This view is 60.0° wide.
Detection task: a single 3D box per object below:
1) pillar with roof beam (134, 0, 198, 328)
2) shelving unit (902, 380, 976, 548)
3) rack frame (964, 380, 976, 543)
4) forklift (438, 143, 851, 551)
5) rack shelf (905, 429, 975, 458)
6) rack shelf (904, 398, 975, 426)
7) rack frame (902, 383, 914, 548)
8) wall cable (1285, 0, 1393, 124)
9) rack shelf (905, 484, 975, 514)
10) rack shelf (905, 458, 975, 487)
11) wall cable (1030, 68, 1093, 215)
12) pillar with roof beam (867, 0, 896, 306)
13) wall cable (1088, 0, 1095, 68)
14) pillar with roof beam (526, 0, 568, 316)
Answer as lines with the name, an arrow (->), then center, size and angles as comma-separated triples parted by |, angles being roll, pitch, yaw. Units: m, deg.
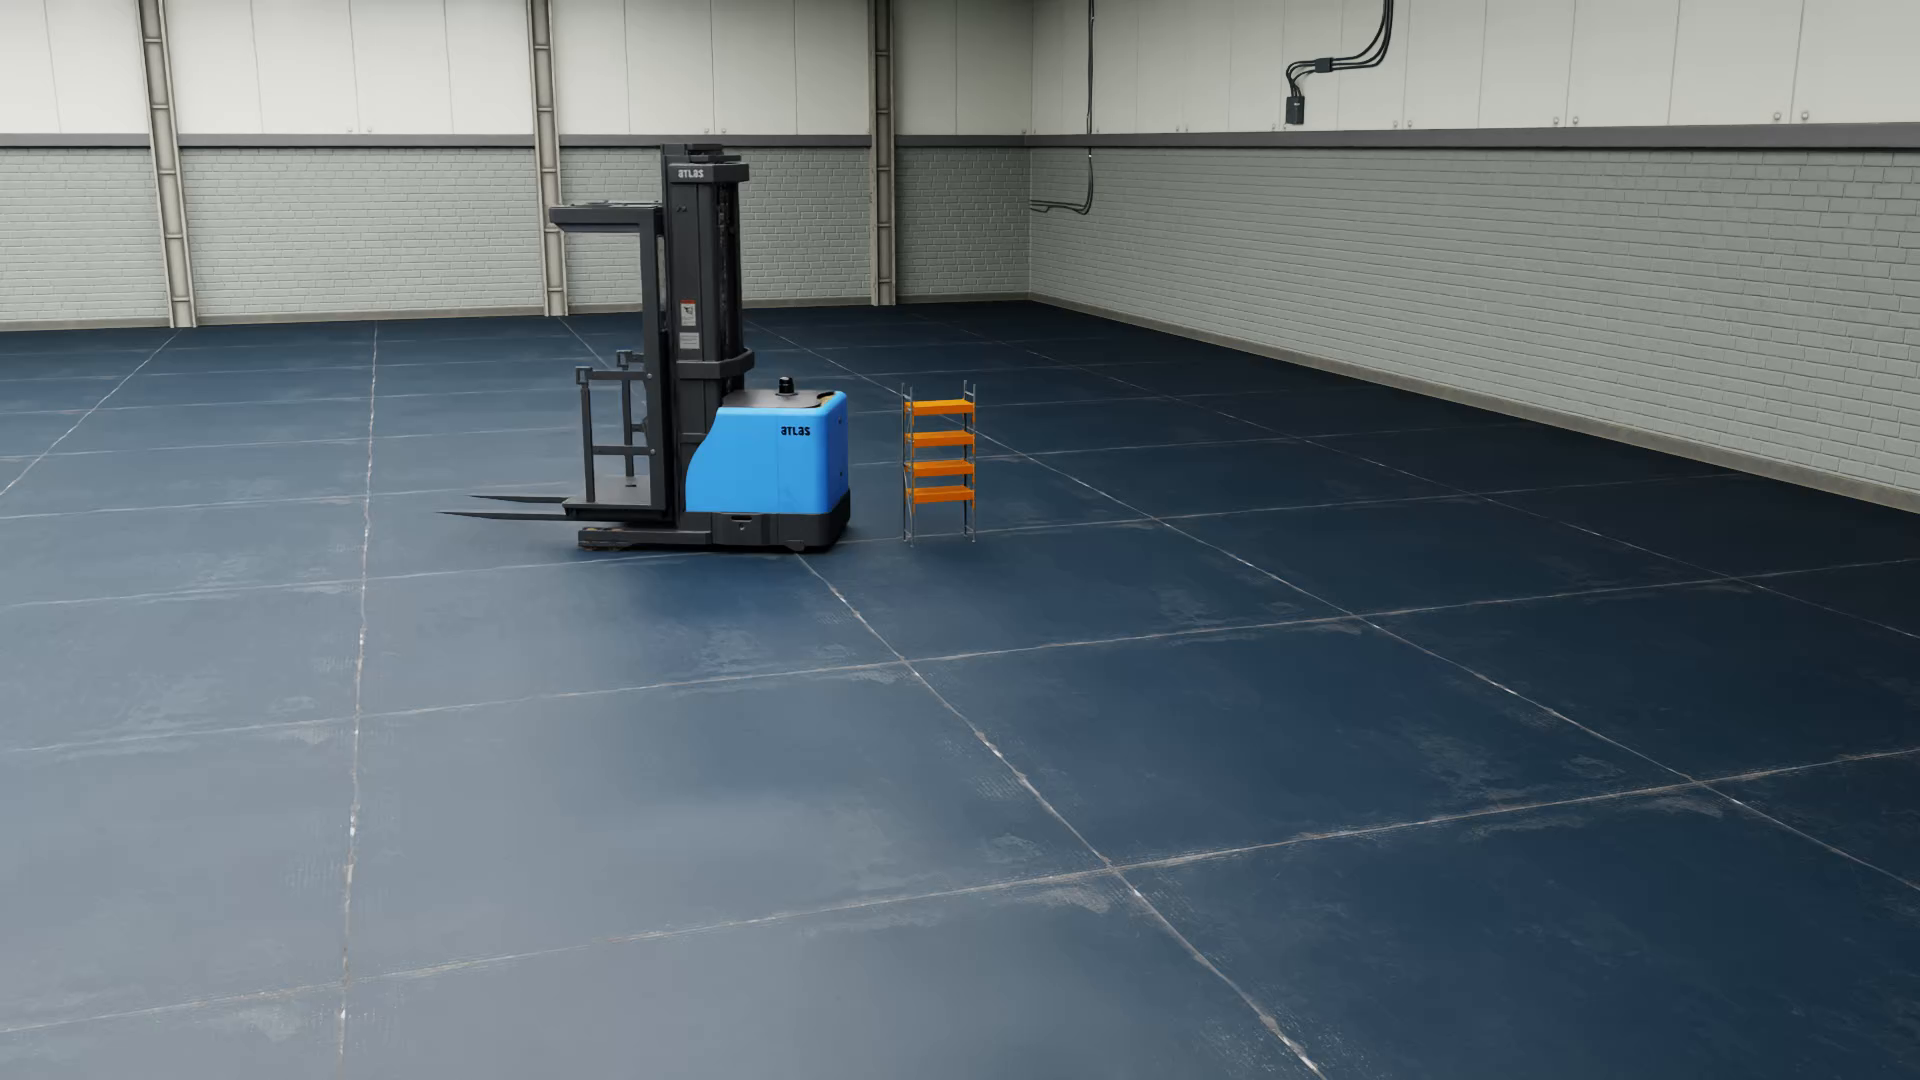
pillar with roof beam -> -11.437, -6.960, 22.456 | 0.400, 9.000, 9.100 | -4, 14, -18
shelving unit -> -0.157, -0.572, 12.453 | 0.503, 1.200, 0.258 | -4, 14, -18
rack frame -> 0.074, -0.590, 12.528 | 0.015, 1.200, 0.240 | -4, 14, -18
forklift -> -2.409, -1.464, 12.462 | 3.031, 2.935, 1.130 | 1, 13, 5
rack shelf -> -0.157, -0.724, 12.416 | 0.480, 0.148, 0.258 | -4, 14, -18
rack shelf -> -0.157, -0.954, 12.362 | 0.480, 0.148, 0.258 | -4, 14, -18
rack frame -> -0.388, -0.553, 12.377 | 0.015, 1.200, 0.240 | -4, 14, -18
wall cable -> 4.790, -8.288, 20.692 | 0.169, 6.003, 2.305 | -4, 14, -18
rack shelf -> -0.157, -0.313, 12.514 | 0.480, 0.148, 0.258 | -4, 14, -18
rack shelf -> -0.157, -0.506, 12.468 | 0.480, 0.148, 0.258 | -4, 14, -18
wall cable -> 1.777, -7.206, 30.203 | 0.112, 2.526, 3.097 | -4, 14, -18
pillar with roof beam -> -0.064, -7.845, 26.180 | 0.400, 9.000, 9.100 | -4, 14, -18
wall cable -> 2.640, -9.070, 27.124 | 0.112, 2.526, 3.097 | -4, 14, -18
pillar with roof beam -> -5.751, -7.403, 24.318 | 0.400, 9.000, 9.100 | -4, 14, -18
